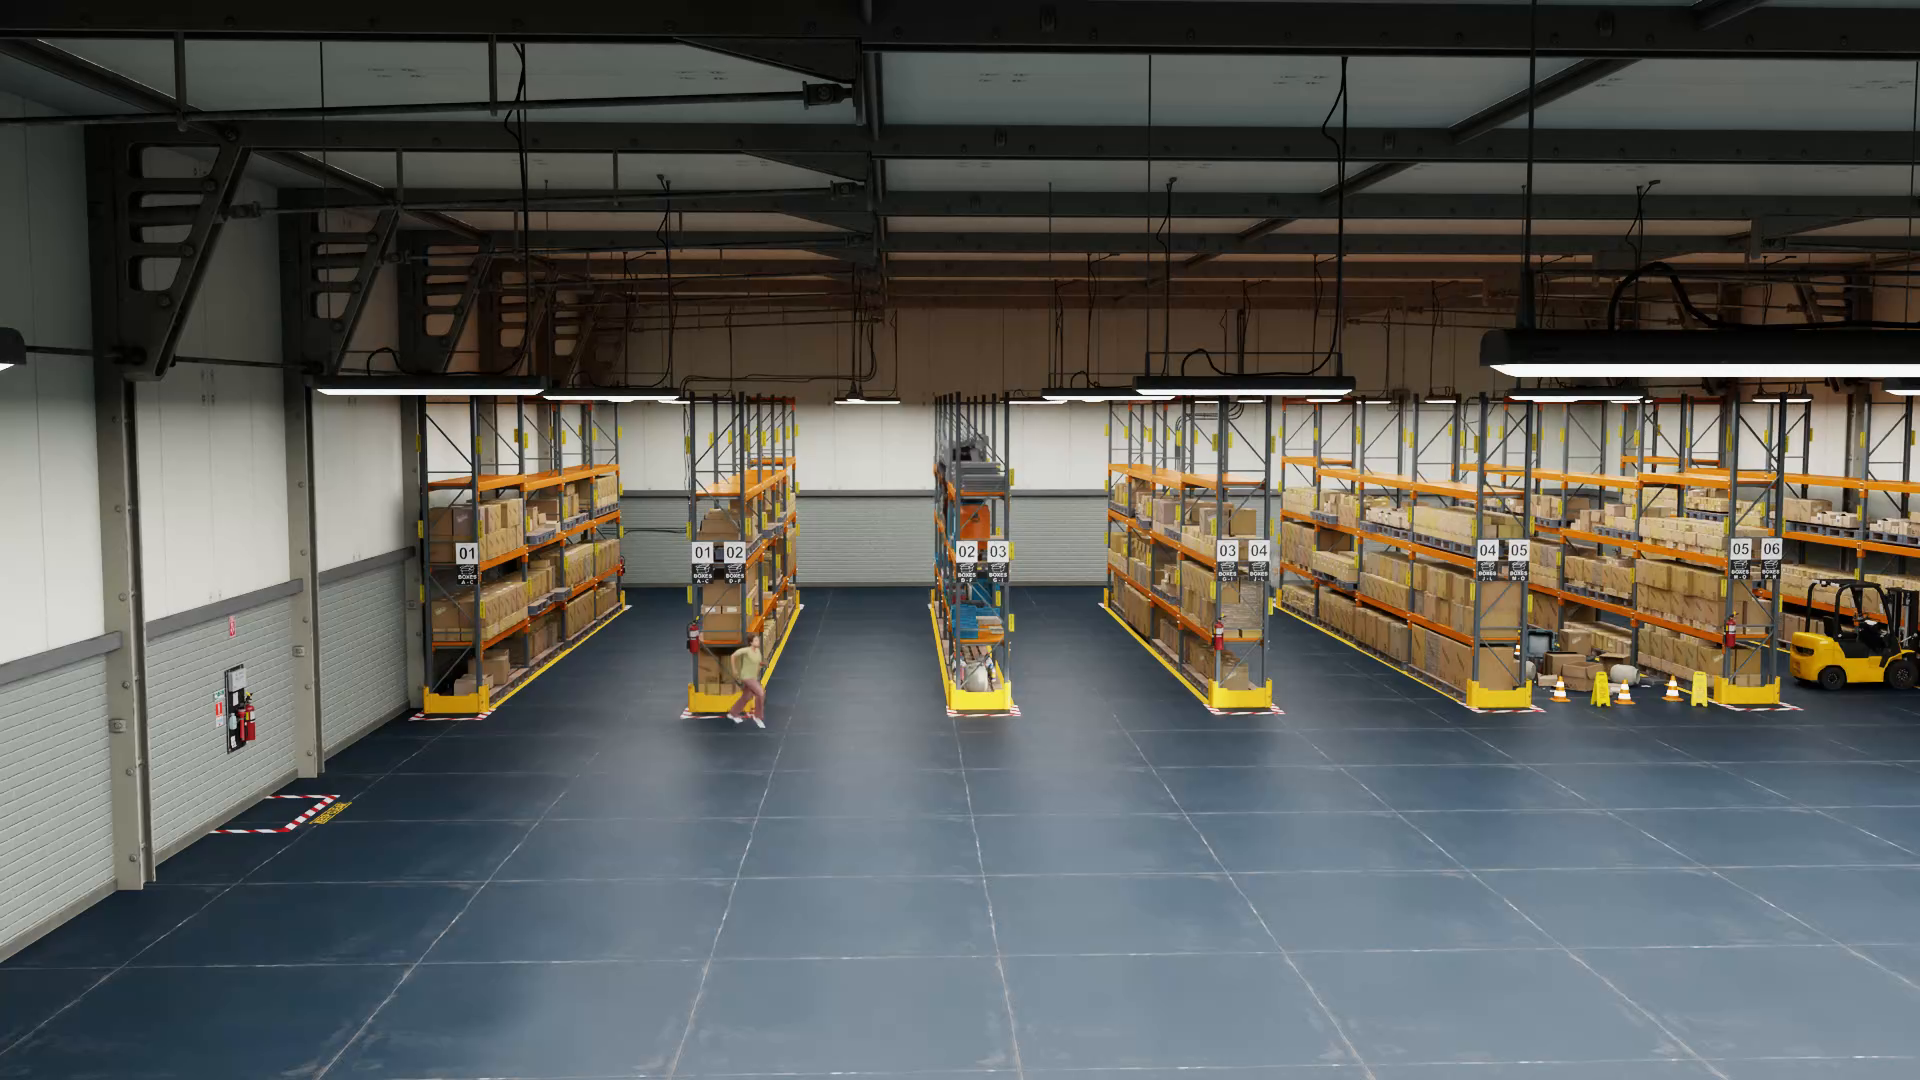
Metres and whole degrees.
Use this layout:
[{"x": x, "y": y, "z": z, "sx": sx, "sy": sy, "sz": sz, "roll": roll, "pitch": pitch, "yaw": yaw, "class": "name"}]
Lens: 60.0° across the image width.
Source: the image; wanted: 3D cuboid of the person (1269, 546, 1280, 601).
[{"x": 9.397, "y": 0.991, "z": 49.032, "sx": 0.570, "sy": 1.622, "sz": 0.556, "roll": -3, "pitch": 5, "yaw": -29, "class": "person"}]

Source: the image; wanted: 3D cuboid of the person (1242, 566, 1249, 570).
[{"x": 8.044, "y": 1.205, "z": 48.171, "sx": 0.670, "sy": 1.320, "sz": 0.731, "roll": 3, "pitch": 6, "yaw": 35, "class": "person"}]

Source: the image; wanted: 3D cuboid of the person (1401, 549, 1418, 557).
[{"x": 13.146, "y": 0.889, "z": 49.215, "sx": 0.705, "sy": 1.824, "sz": 0.632, "roll": -1, "pitch": 5, "yaw": -9, "class": "person"}]

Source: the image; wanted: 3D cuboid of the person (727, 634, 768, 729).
[{"x": -3.807, "y": 2.520, "z": 29.741, "sx": 0.818, "sy": 1.685, "sz": 0.599, "roll": 2, "pitch": 5, "yaw": 25, "class": "person"}]
